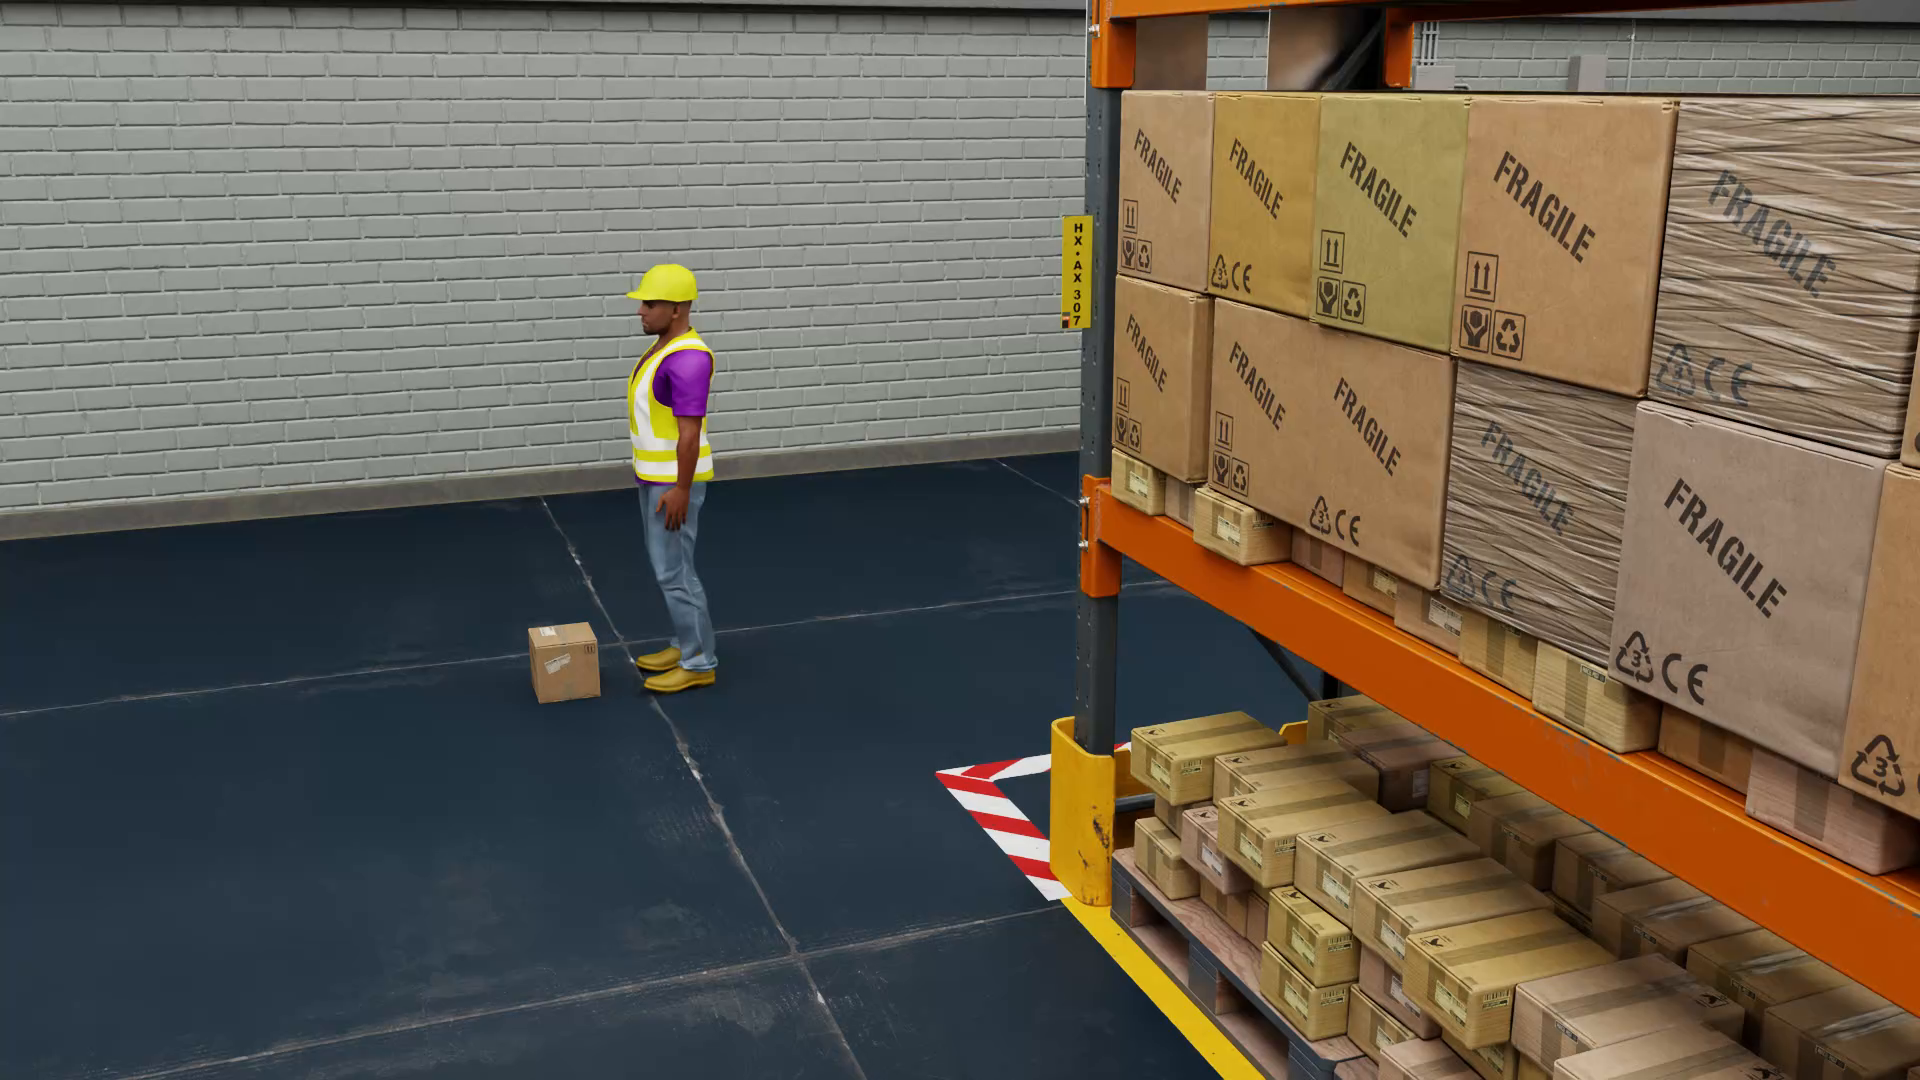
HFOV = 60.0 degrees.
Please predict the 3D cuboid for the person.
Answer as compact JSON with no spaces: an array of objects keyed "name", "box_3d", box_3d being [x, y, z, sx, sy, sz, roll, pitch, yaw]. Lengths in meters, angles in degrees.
[{"name":"person","box_3d":[-1.197,-0.258,6.919,0.362,1.761,0.563,-5,16,-19]}]
